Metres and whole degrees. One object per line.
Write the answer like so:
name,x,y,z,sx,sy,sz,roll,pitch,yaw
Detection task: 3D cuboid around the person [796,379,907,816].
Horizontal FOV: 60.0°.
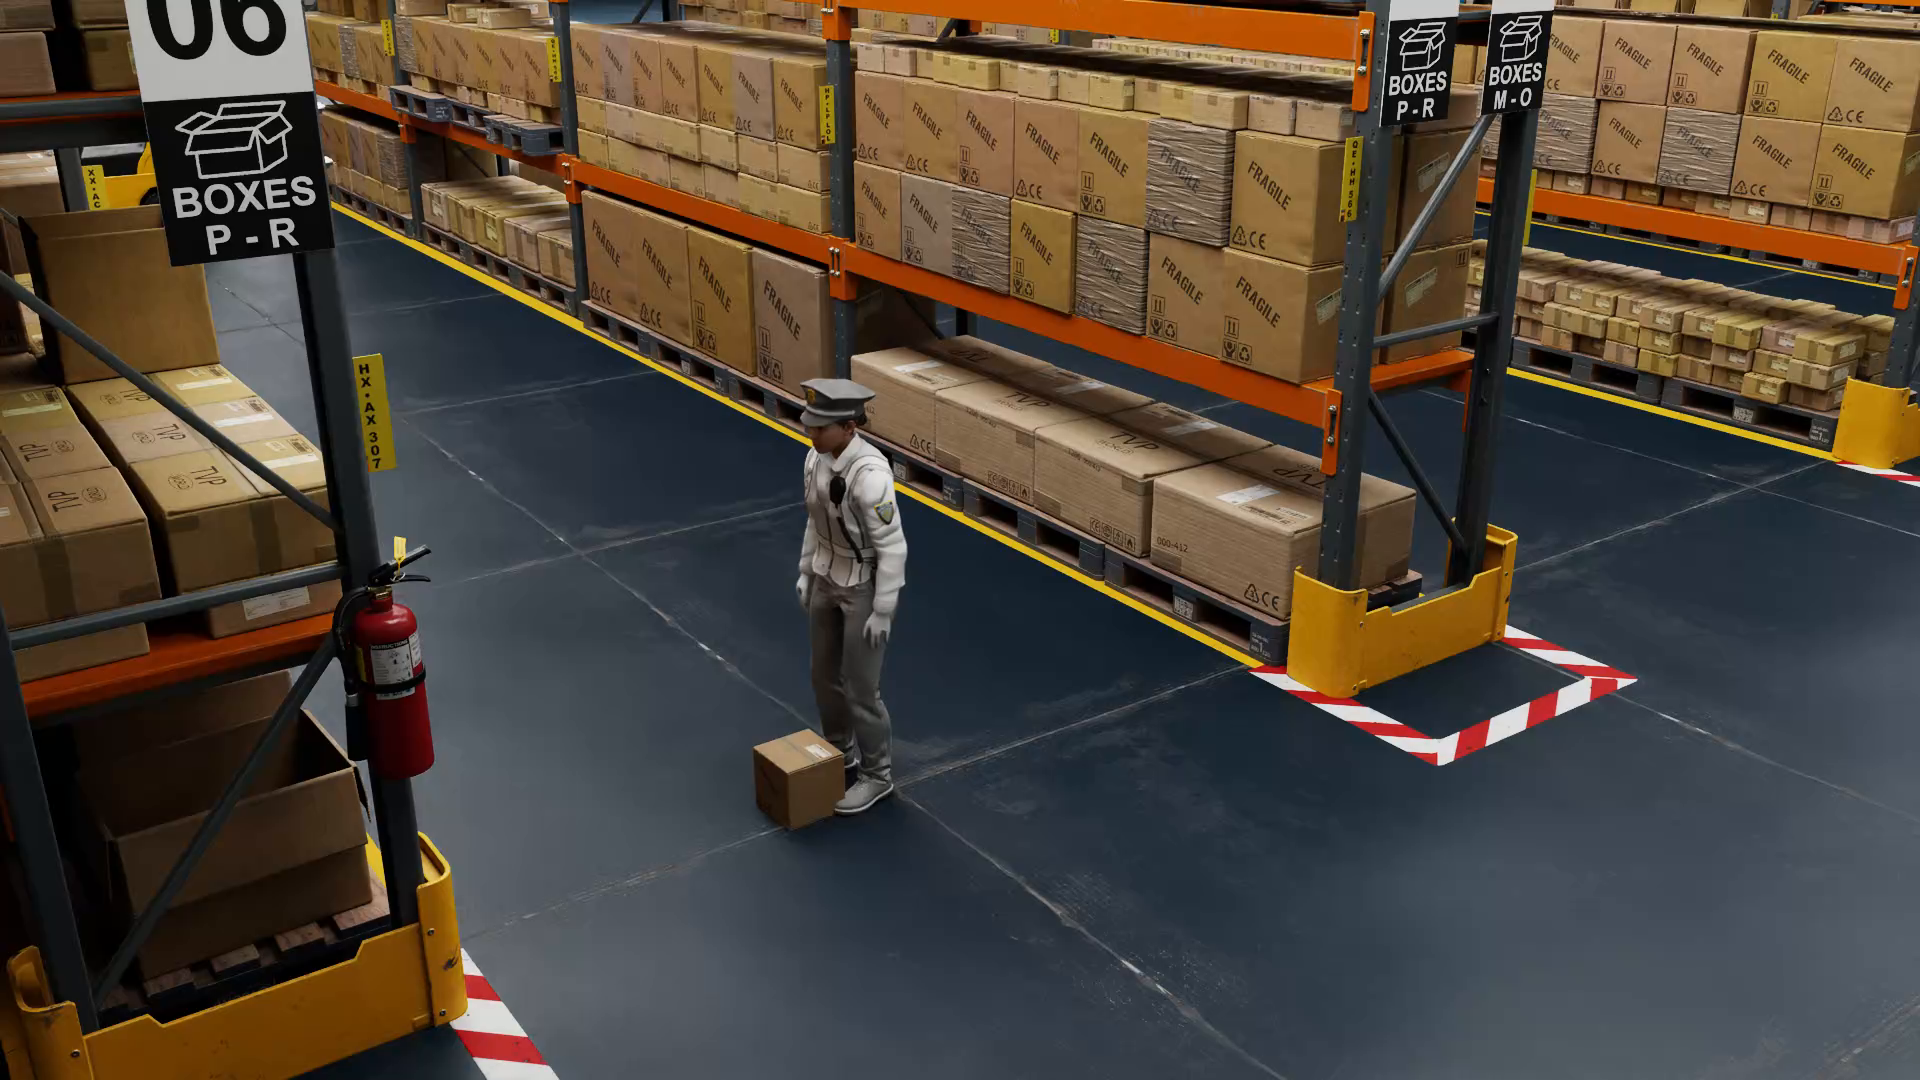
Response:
person,-0.412,0.197,6.170,0.371,1.666,0.547,-16,27,-36
